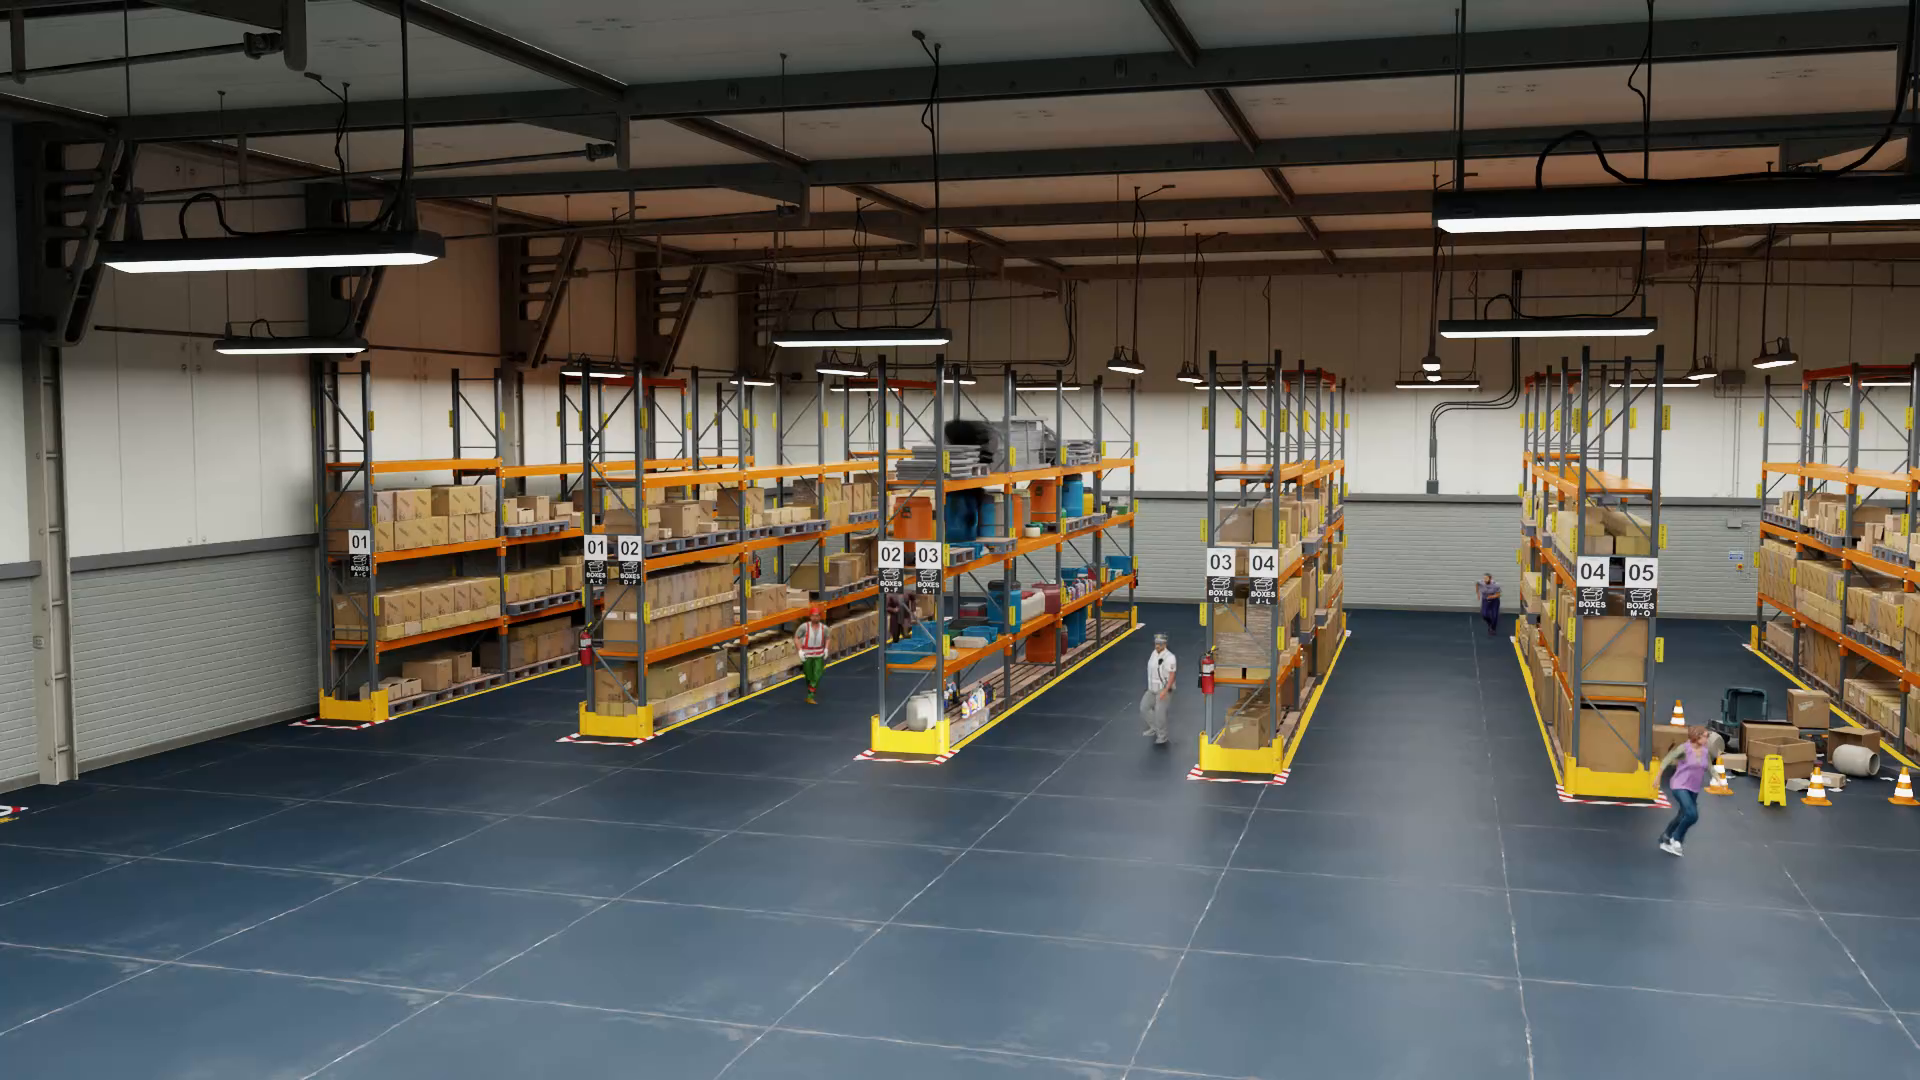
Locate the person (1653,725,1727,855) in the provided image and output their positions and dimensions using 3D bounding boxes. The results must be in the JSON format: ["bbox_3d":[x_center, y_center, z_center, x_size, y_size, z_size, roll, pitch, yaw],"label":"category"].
[{"bbox_3d":[8.352,2.881,18.999,0.508,1.500,0.779,-2,4,-23],"label":"person"}]

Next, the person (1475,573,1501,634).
[{"bbox_3d":[12.358,1.487,38.944,0.630,1.479,0.818,3,5,31],"label":"person"}]

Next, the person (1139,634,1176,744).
[{"bbox_3d":[3.087,2.320,25.842,0.484,1.771,0.776,-3,5,-33],"label":"person"}]

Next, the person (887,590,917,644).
[{"bbox_3d":[-1.235,1.684,34.243,0.713,1.761,1.065,0,4,-5],"label":"person"}]

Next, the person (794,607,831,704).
[{"bbox_3d":[-2.615,2.039,29.481,0.660,1.722,0.563,-1,4,-16],"label":"person"}]
